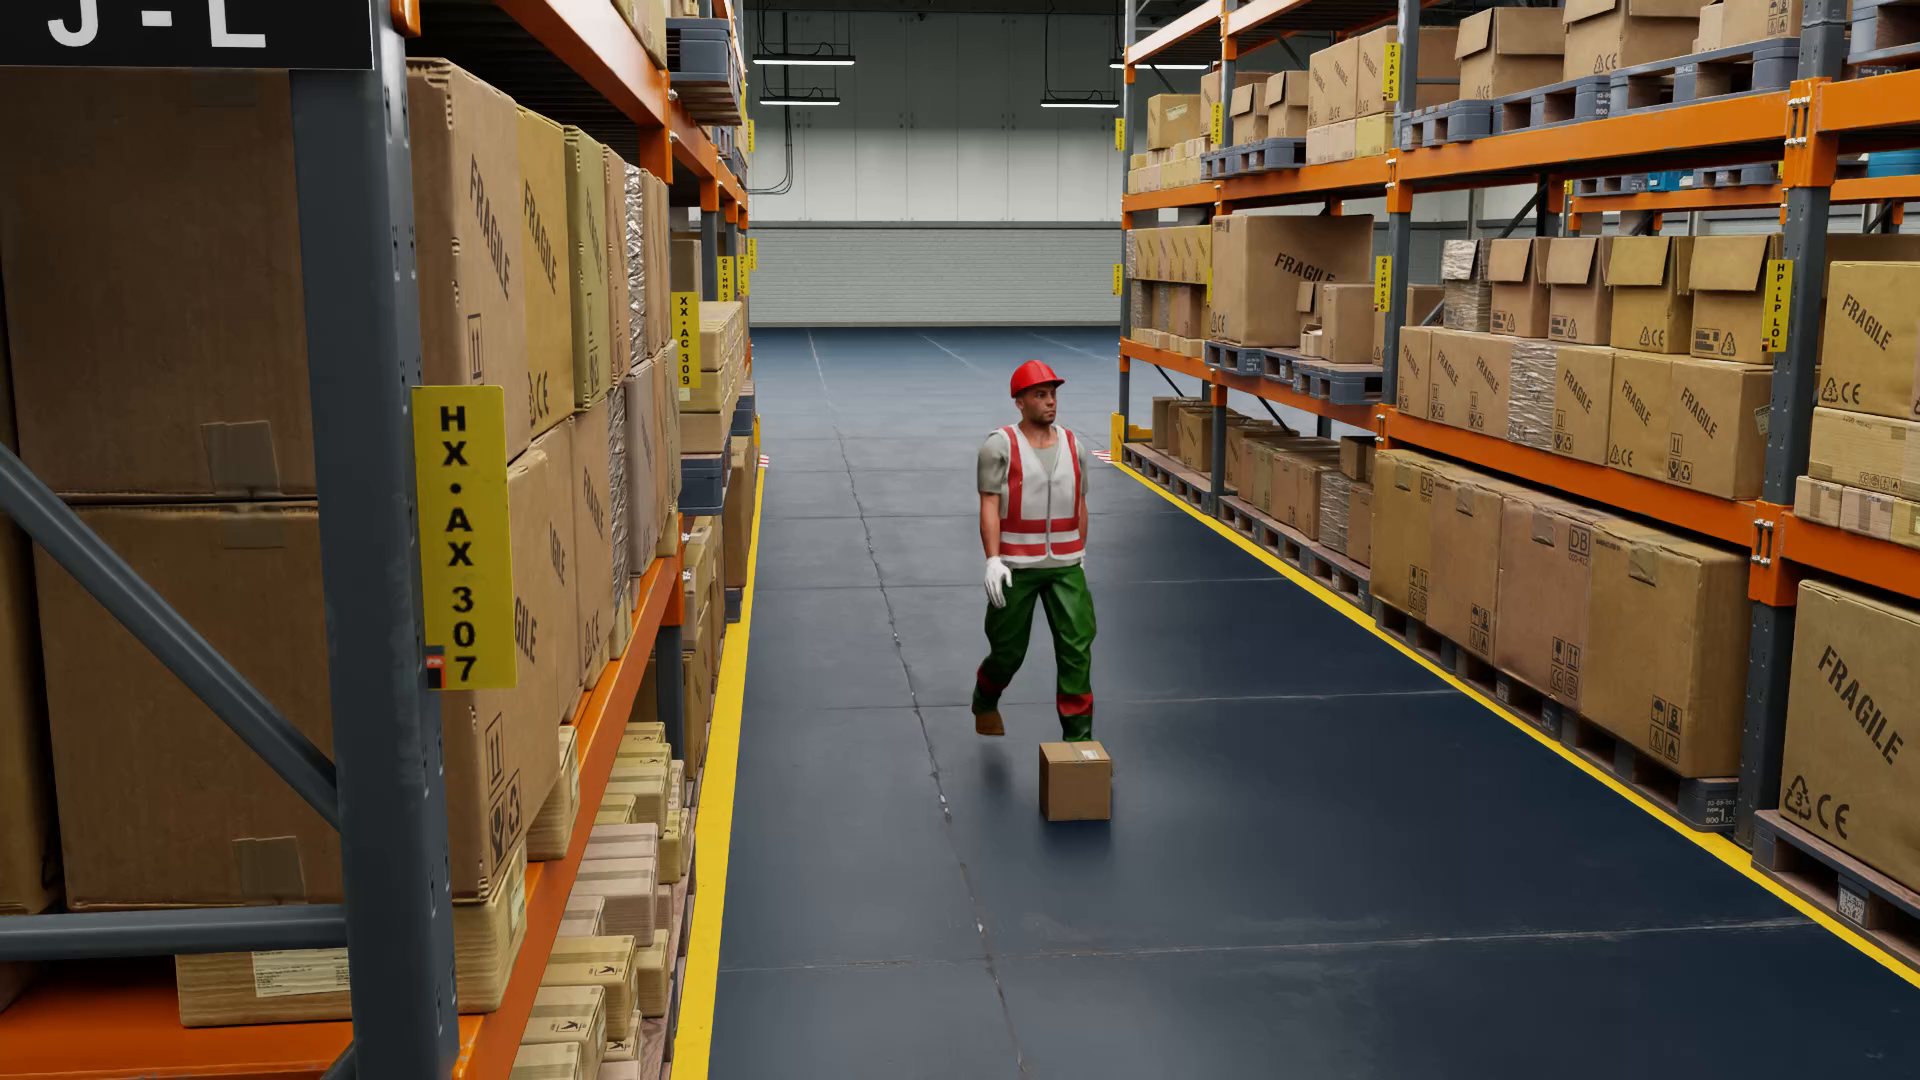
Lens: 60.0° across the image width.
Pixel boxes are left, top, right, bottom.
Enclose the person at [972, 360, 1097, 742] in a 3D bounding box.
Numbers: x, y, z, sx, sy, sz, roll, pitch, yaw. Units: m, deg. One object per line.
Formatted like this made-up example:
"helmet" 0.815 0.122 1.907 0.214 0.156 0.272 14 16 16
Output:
"person" 0.341 0.120 7.140 0.543 1.764 0.894 -3 10 -16
